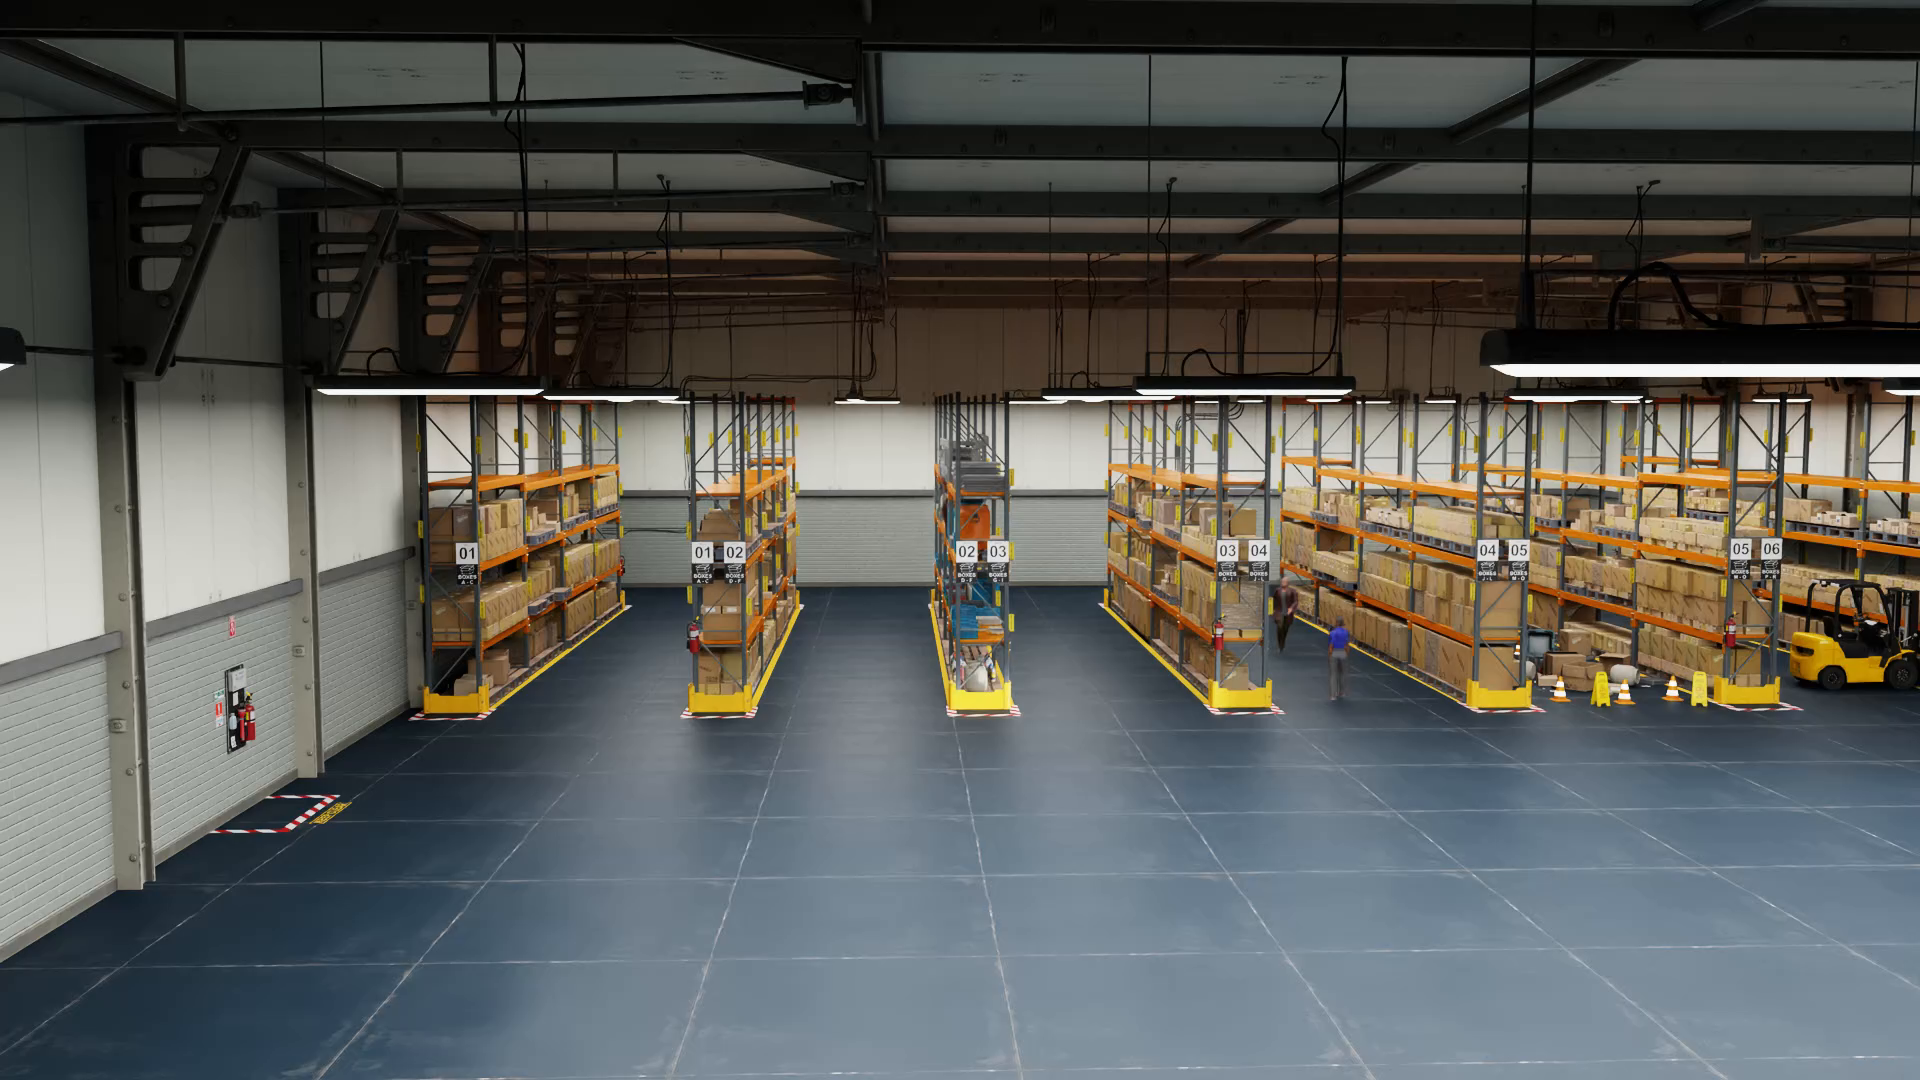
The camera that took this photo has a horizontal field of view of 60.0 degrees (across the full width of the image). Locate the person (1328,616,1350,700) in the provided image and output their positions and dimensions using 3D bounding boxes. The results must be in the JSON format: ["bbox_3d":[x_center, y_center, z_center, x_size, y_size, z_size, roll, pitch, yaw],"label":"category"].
[{"bbox_3d":[7.411,2.293,32.619,0.431,1.652,0.559,0,5,-1],"label":"person"}]

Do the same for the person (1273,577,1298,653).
[{"bbox_3d":[7.634,1.768,39.051,0.552,1.814,0.936,0,5,1],"label":"person"}]
